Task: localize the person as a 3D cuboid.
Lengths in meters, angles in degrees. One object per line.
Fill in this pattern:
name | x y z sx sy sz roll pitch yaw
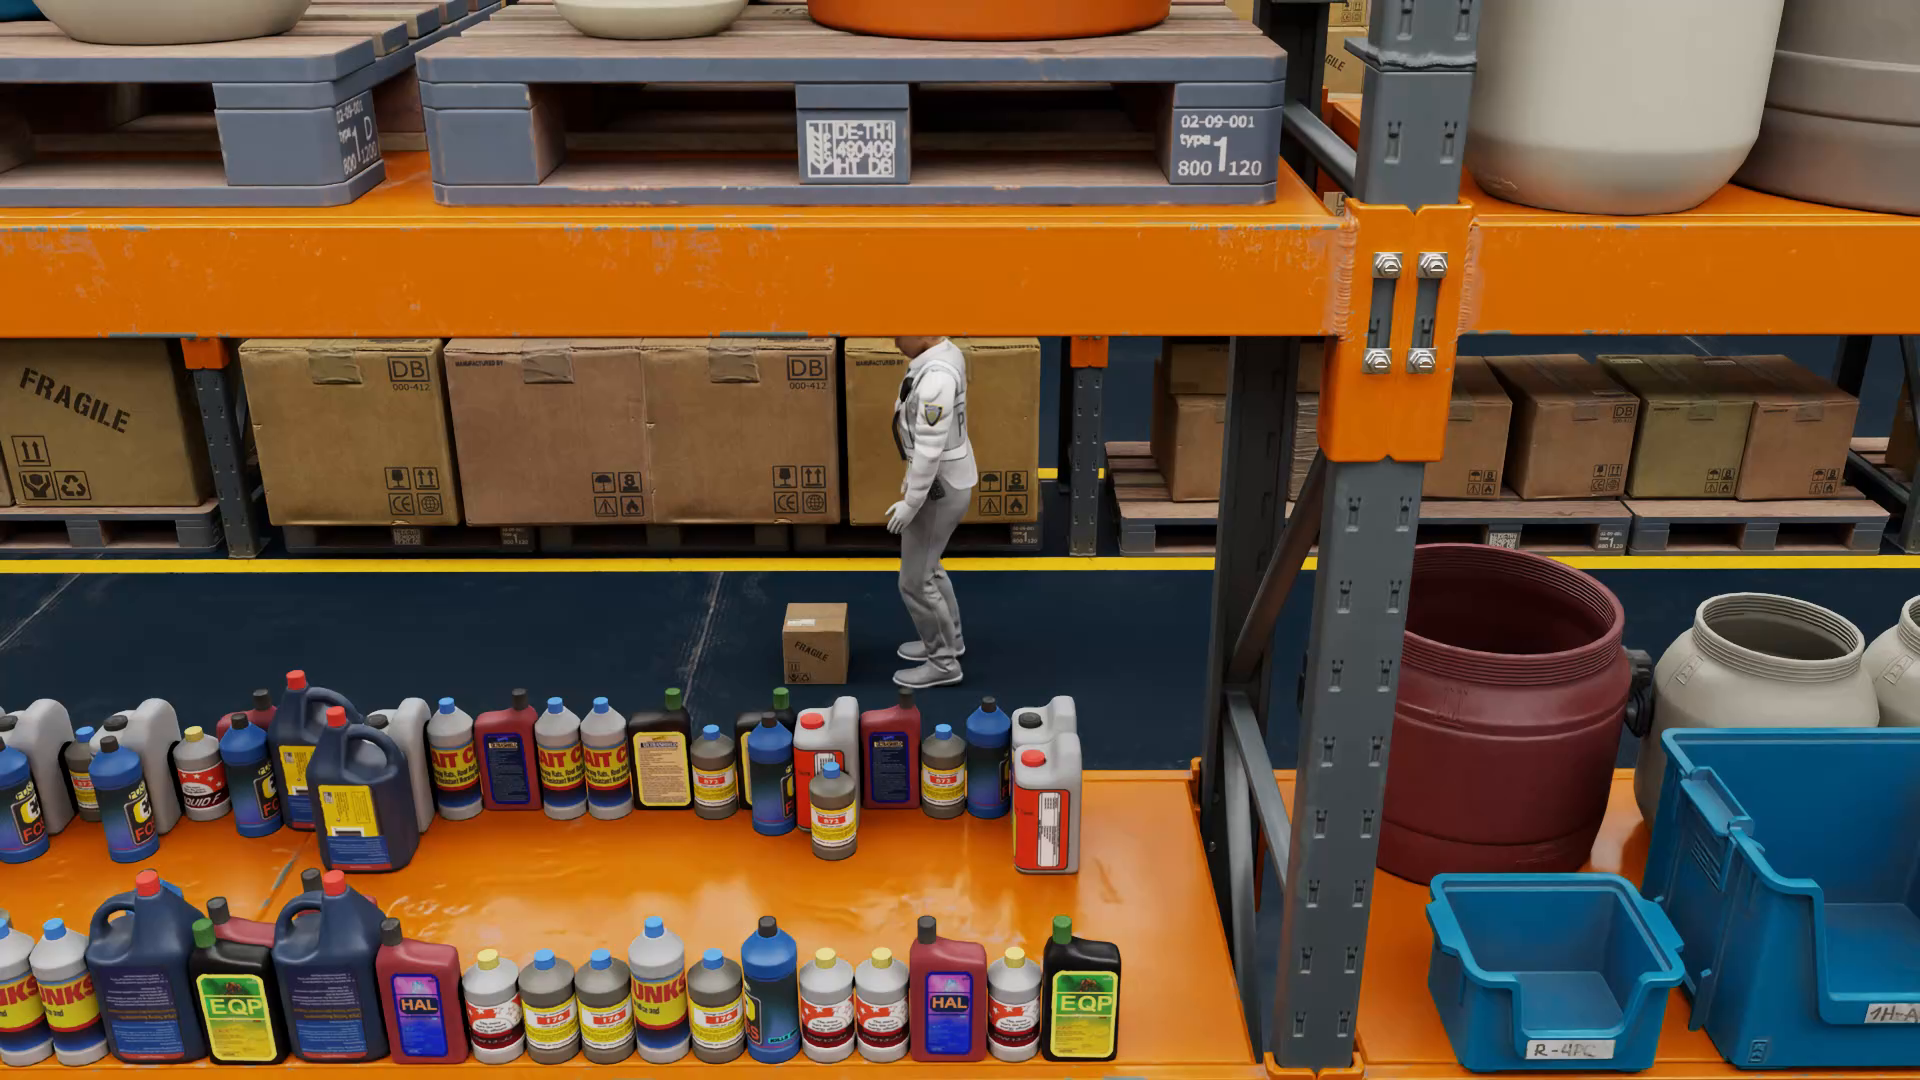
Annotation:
person | -0.127 -0.194 6.571 0.396 1.645 0.488 0 24 1
